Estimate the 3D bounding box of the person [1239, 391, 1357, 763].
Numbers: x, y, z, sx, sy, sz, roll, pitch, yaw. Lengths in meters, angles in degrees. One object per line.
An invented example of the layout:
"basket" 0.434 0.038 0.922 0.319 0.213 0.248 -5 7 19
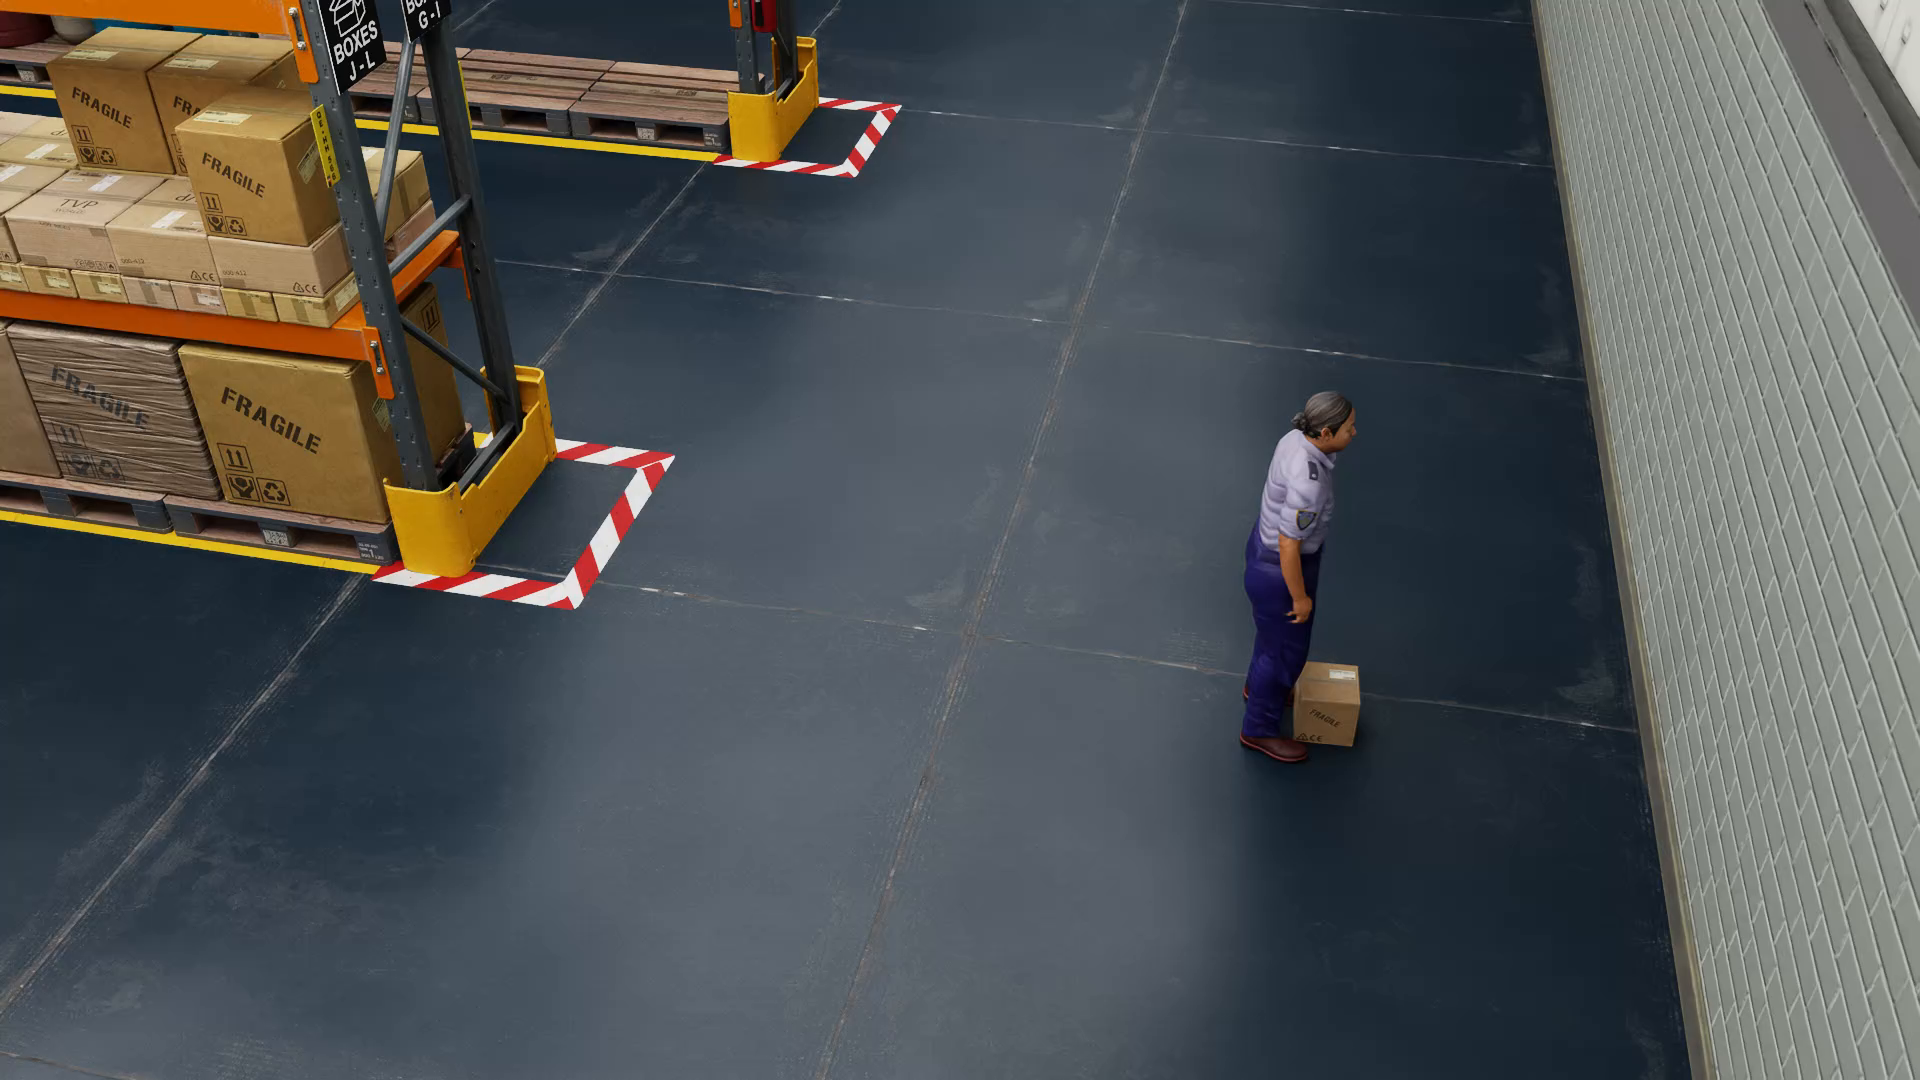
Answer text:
"person" 1.371 0.119 6.811 0.333 1.653 0.563 6 37 8
